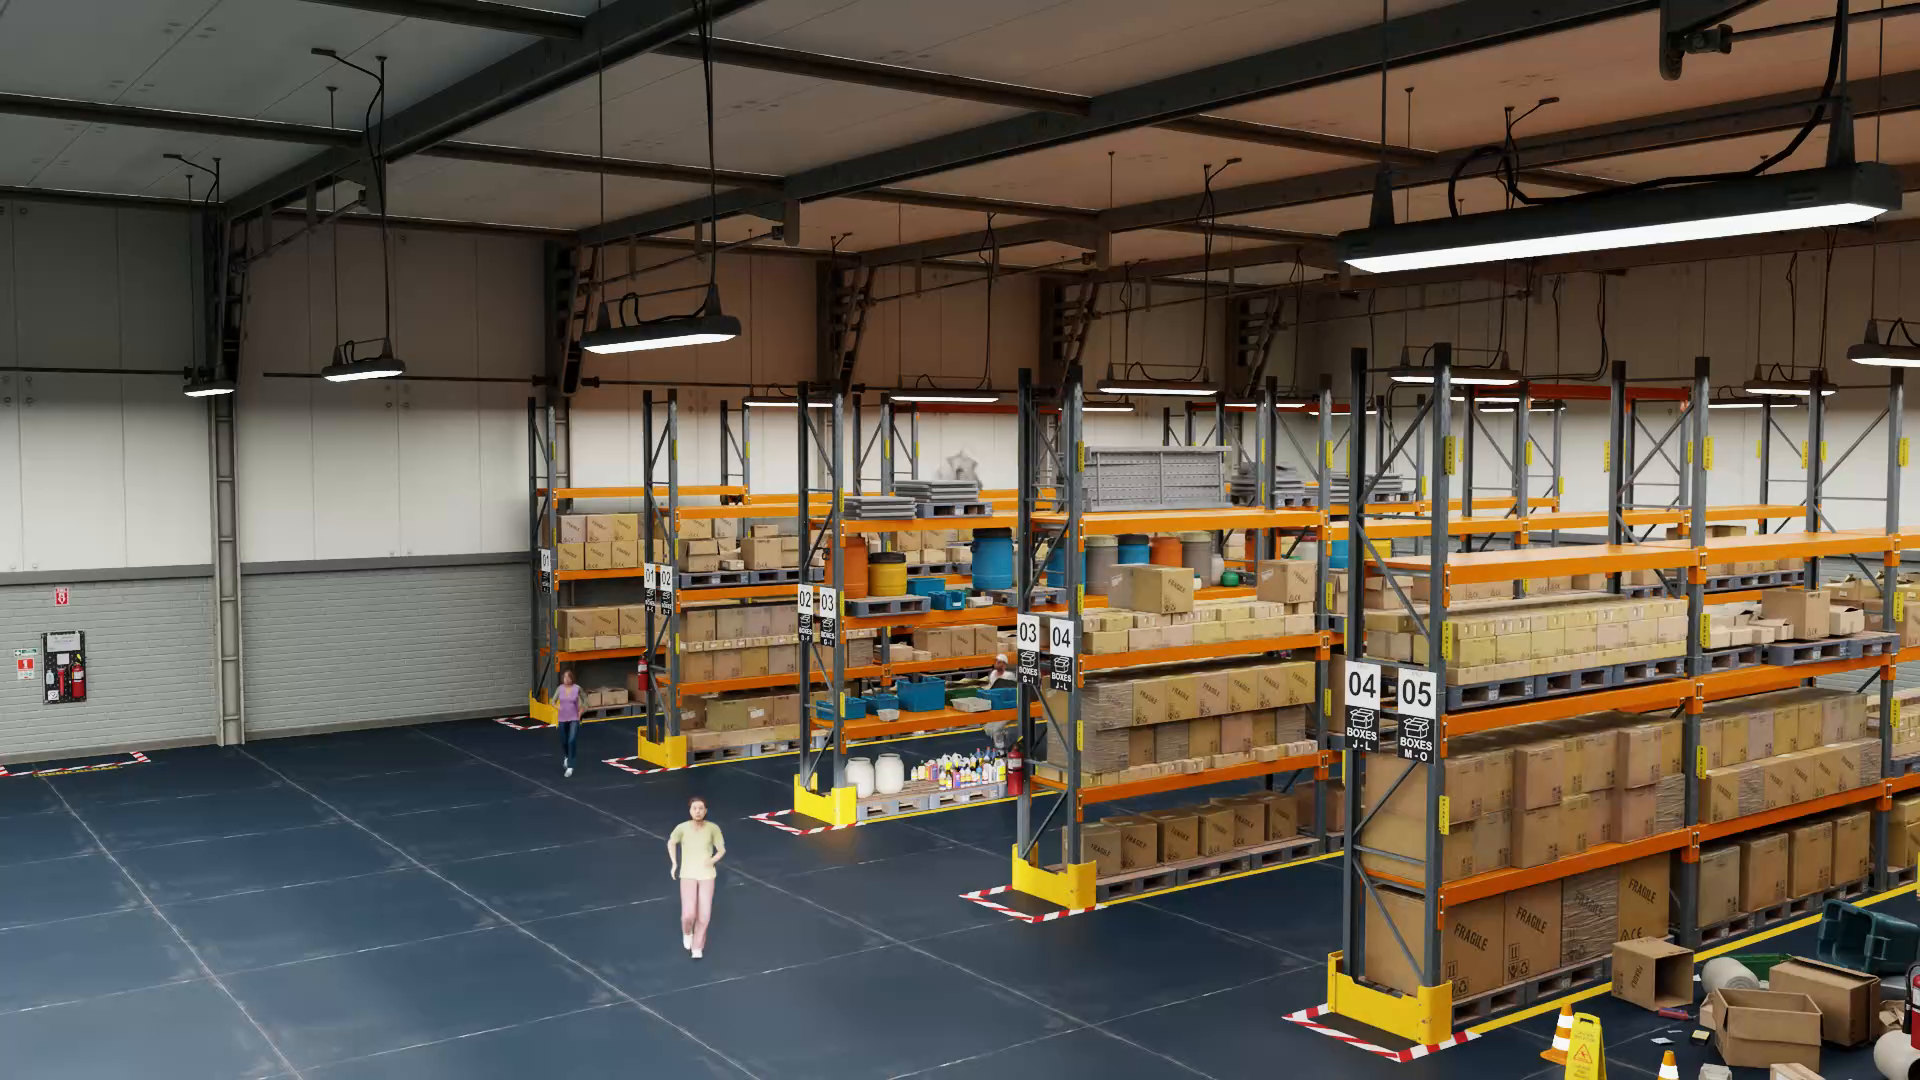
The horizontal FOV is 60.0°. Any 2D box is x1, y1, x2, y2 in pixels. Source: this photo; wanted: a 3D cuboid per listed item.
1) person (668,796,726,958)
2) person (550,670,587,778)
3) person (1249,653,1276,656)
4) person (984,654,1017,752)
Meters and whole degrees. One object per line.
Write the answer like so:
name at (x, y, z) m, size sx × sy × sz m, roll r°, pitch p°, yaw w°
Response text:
person at (-2.611, 3.365, 16.530) m, size 0.567 × 1.623 × 0.537 m, roll -1°, pitch 3°, yaw -11°
person at (-6.100, 2.831, 25.894) m, size 0.547 × 1.611 × 0.766 m, roll 0°, pitch 3°, yaw 0°
person at (5.688, 2.462, 31.533) m, size 0.579 × 1.573 × 0.859 m, roll 3°, pitch 5°, yaw 42°
person at (0.676, 2.711, 26.917) m, size 0.657 × 1.743 × 0.605 m, roll 3°, pitch 5°, yaw 42°
